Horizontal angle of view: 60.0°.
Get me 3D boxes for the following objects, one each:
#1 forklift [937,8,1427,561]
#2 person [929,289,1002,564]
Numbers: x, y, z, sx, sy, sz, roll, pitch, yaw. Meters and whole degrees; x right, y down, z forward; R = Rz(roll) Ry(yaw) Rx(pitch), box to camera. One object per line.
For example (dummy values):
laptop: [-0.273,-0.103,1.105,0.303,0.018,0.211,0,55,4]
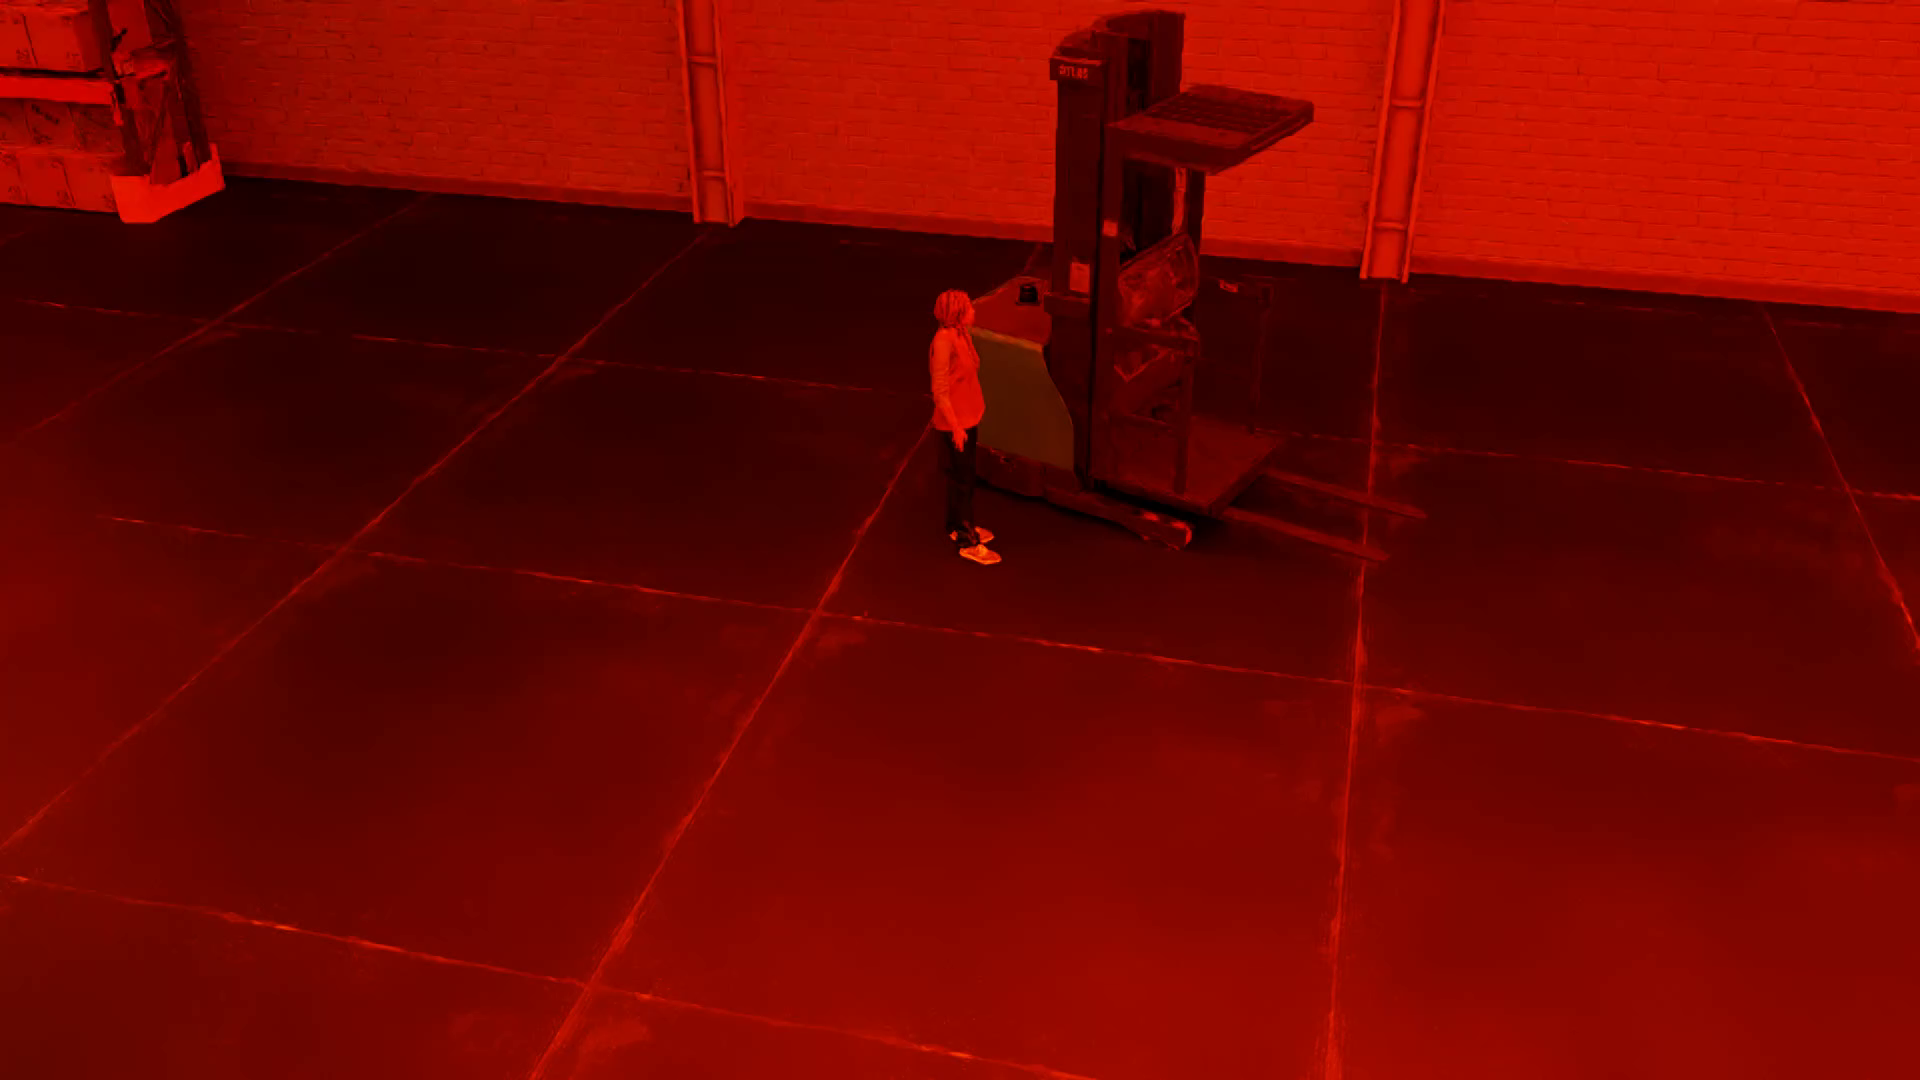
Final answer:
forklift: [1.359,-1.517,9.848,3.031,2.935,1.130,18,34,29]
person: [0.069,-0.685,9.719,0.474,1.597,0.520,7,30,12]
